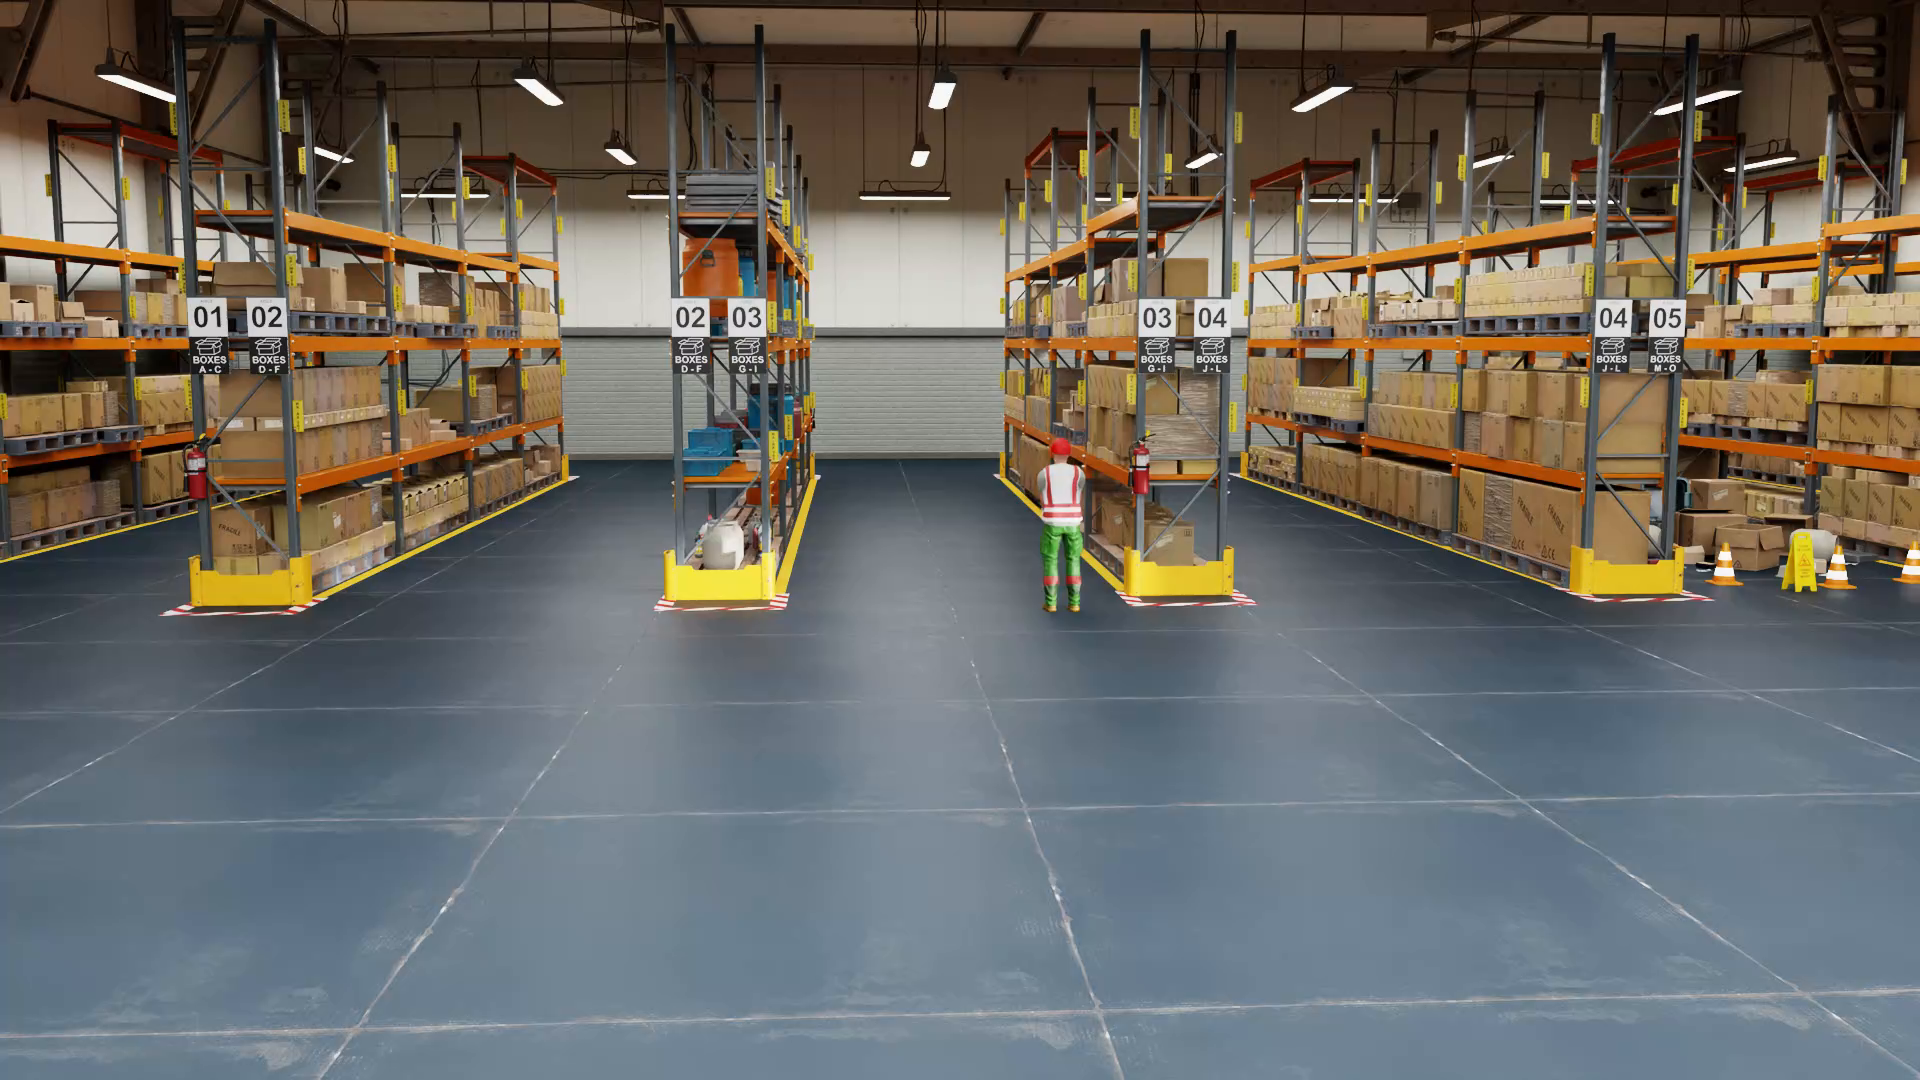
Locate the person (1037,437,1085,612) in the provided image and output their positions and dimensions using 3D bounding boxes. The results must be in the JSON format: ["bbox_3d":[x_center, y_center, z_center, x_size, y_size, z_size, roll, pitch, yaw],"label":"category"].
[{"bbox_3d":[1.026,-0.174,17.122,0.494,1.783,0.567,0,7,-3],"label":"person"}]
